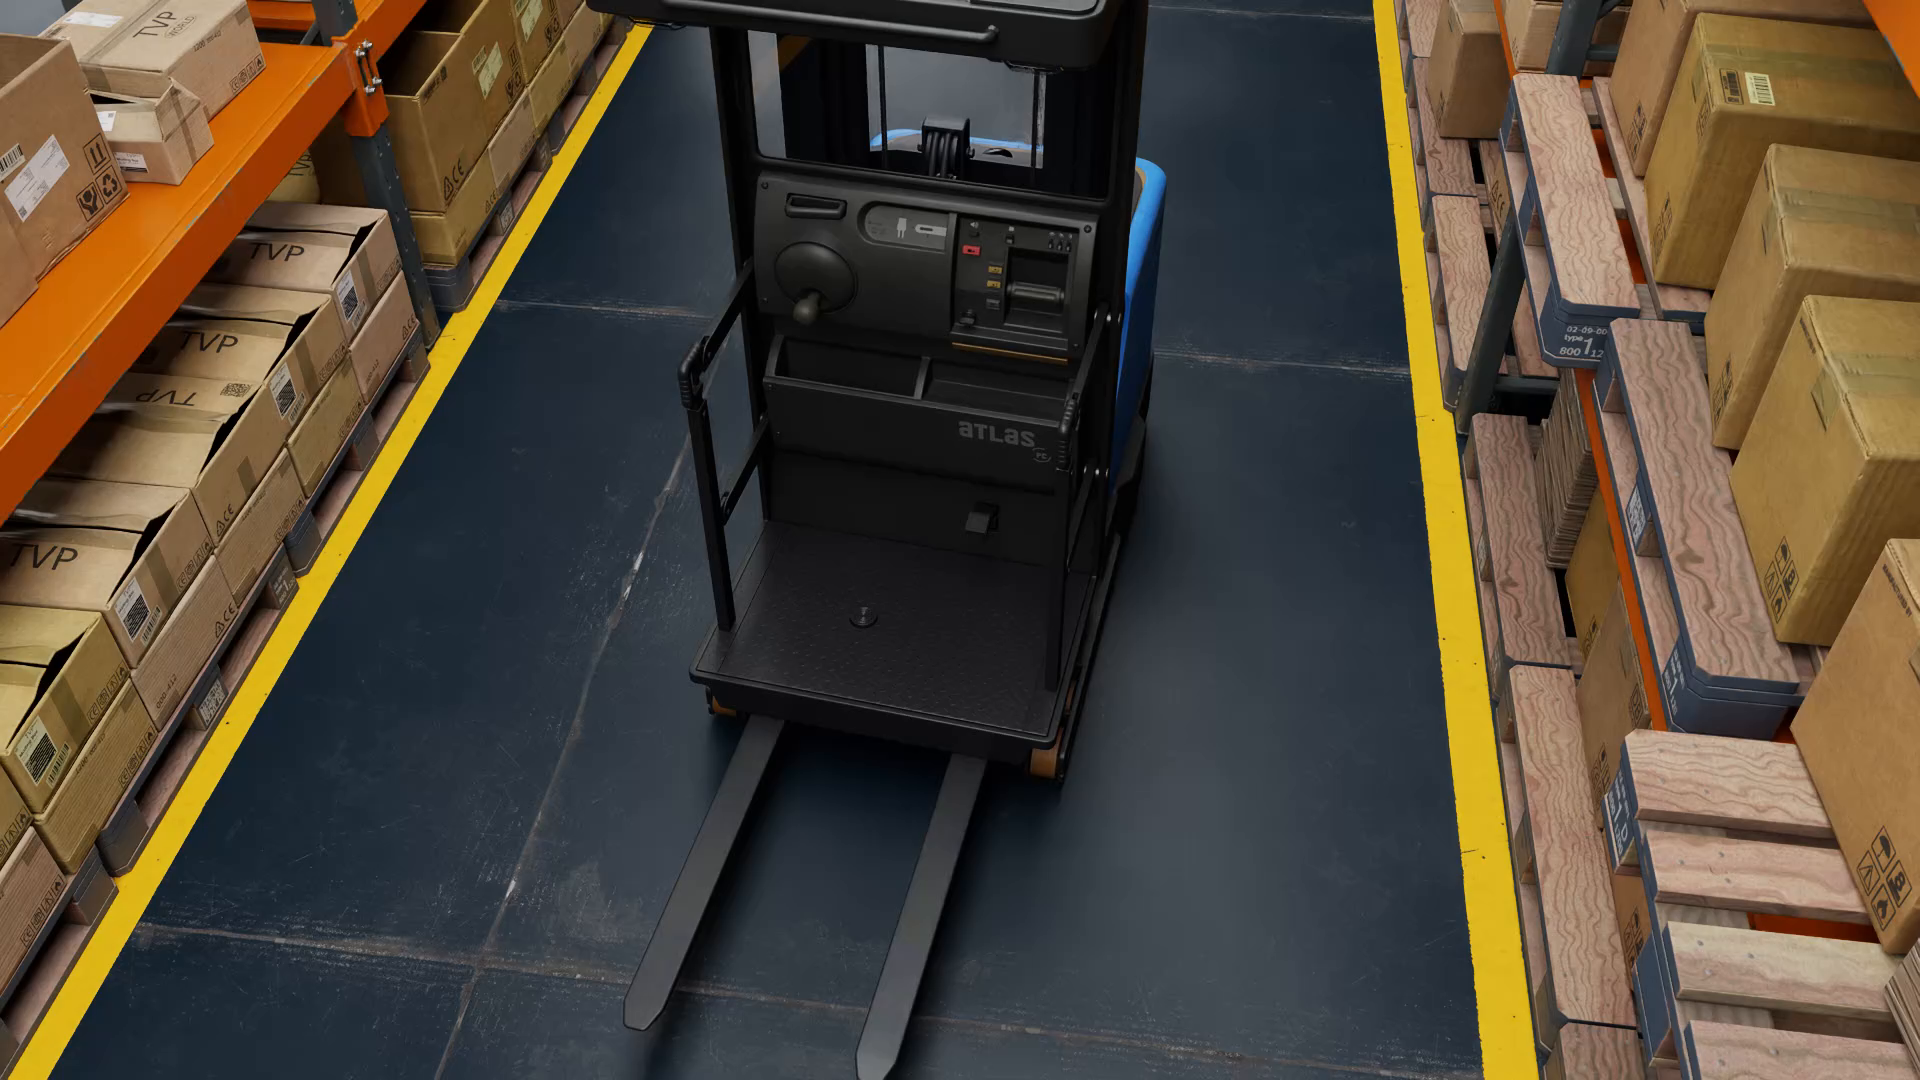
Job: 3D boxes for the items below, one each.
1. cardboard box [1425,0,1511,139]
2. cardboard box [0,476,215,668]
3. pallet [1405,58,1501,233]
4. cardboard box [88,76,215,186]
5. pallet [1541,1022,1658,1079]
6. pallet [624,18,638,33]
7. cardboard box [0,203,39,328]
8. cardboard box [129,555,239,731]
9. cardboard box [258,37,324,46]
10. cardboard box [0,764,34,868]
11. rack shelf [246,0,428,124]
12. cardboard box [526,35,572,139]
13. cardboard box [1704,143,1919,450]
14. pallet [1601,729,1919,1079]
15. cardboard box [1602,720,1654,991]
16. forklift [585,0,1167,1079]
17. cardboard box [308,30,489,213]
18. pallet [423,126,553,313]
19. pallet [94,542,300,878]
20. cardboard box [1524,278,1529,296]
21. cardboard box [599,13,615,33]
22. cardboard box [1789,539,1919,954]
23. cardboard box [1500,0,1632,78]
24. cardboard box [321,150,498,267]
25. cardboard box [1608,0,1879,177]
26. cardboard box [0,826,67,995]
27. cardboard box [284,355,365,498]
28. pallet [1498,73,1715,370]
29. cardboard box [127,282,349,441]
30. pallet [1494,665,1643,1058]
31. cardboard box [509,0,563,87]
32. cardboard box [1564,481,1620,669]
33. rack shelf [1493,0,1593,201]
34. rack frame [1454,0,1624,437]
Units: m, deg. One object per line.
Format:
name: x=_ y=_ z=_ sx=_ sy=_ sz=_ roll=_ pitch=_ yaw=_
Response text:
cardboard box: x=2.470 y=-2.101 z=7.286 sx=0.700 sy=0.500 sz=0.500 roll=3 pitch=44 yaw=3
cardboard box: x=-2.538 y=0.063 z=4.788 sx=0.500 sy=0.311 sz=0.500 roll=5 pitch=44 yaw=5
pallet: x=2.556 y=-1.753 z=7.448 sx=1.003 sy=0.211 sz=1.213 roll=5 pitch=44 yaw=6
cardboard box: x=-2.502 y=-1.254 z=4.990 sx=0.396 sy=0.266 sz=0.258 roll=4 pitch=44 yaw=4
pallet: x=1.919 y=1.736 z=3.763 sx=1.003 sy=0.211 sz=1.213 roll=5 pitch=44 yaw=6
pallet: x=-2.098 y=-3.107 z=8.878 sx=1.003 sy=0.211 sz=1.213 roll=5 pitch=44 yaw=6
cardboard box: x=-2.821 y=-0.732 z=4.269 sx=0.500 sy=0.500 sz=0.500 roll=5 pitch=44 yaw=6
cardboard box: x=-2.539 y=0.277 z=4.971 sx=0.500 sy=0.250 sz=0.500 roll=6 pitch=44 yaw=6
cardboard box: x=-2.645 y=-2.020 z=6.851 sx=0.500 sy=0.500 sz=0.500 roll=5 pitch=44 yaw=6
cardboard box: x=-2.675 y=0.761 z=4.051 sx=0.500 sy=0.311 sz=0.500 roll=4 pitch=44 yaw=4
rack shelf: x=-2.303 y=-3.020 z=7.281 sx=1.077 sy=0.370 sz=4.000 roll=5 pitch=44 yaw=6
cardboard box: x=-2.063 y=-2.041 z=7.419 sx=0.500 sy=0.250 sz=0.500 roll=5 pitch=44 yaw=6
cardboard box: x=2.105 y=-0.491 z=3.694 sx=0.700 sy=0.500 sz=0.500 roll=11 pitch=45 yaw=11
pallet: x=1.803 y=0.830 z=2.832 sx=1.213 sy=0.211 sz=1.003 roll=5 pitch=44 yaw=6
cardboard box: x=2.079 y=0.826 z=4.194 sx=0.700 sy=0.500 sz=0.500 roll=5 pitch=44 yaw=5
forklift: x=-0.152 y=-0.646 z=4.300 sx=1.130 sy=2.935 sz=3.031 roll=10 pitch=44 yaw=10
cardboard box: x=-2.196 y=-1.632 z=6.441 sx=0.500 sy=0.500 sz=0.500 roll=5 pitch=44 yaw=6
pallet: x=-2.421 y=-1.444 z=7.121 sx=1.003 sy=0.211 sz=1.213 roll=5 pitch=44 yaw=6
pallet: x=-2.785 y=0.434 z=5.138 sx=1.003 sy=0.211 sz=1.213 roll=5 pitch=44 yaw=6
cardboard box: x=2.384 y=-0.969 z=6.332 sx=0.380 sy=0.166 sz=0.250 roll=0 pitch=43 yaw=0
cardboard box: x=-1.935 y=-2.723 z=8.139 sx=0.500 sy=0.250 sz=0.500 roll=5 pitch=44 yaw=6
cardboard box: x=1.914 y=0.355 z=2.801 sx=0.700 sy=0.500 sz=0.500 roll=1 pitch=43 yaw=2
cardboard box: x=2.105 y=-1.774 z=5.536 sx=0.500 sy=0.250 sz=0.500 roll=5 pitch=44 yaw=6
cardboard box: x=-2.206 y=-1.361 z=6.700 sx=0.500 sy=0.250 sz=0.500 roll=5 pitch=44 yaw=6
cardboard box: x=2.242 y=-1.323 z=4.573 sx=0.700 sy=0.500 sz=0.500 roll=5 pitch=44 yaw=6
cardboard box: x=-2.670 y=0.981 z=4.227 sx=0.500 sy=0.250 sz=0.500 roll=4 pitch=44 yaw=4
cardboard box: x=-2.404 y=-0.419 z=5.705 sx=0.500 sy=0.250 sz=0.500 roll=5 pitch=44 yaw=5
pallet: x=2.098 y=-0.893 z=4.651 sx=1.003 sy=0.211 sz=1.213 roll=5 pitch=44 yaw=6
cardboard box: x=-2.399 y=-0.619 z=5.508 sx=0.500 sy=0.311 sz=0.500 roll=6 pitch=44 yaw=7
pallet: x=2.083 y=0.907 z=4.639 sx=1.003 sy=0.211 sz=1.213 roll=5 pitch=44 yaw=6
cardboard box: x=-2.064 y=-2.314 z=7.161 sx=0.500 sy=0.500 sz=0.500 roll=5 pitch=44 yaw=6
cardboard box: x=2.244 y=0.137 z=4.921 sx=0.700 sy=0.500 sz=0.500 roll=4 pitch=44 yaw=5
rack shelf: x=2.608 y=-2.572 z=6.808 sx=1.077 sy=0.370 sz=4.000 roll=5 pitch=44 yaw=6
rack frame: x=2.343 y=-1.471 z=5.121 sx=1.000 sy=3.000 sz=0.127 roll=5 pitch=44 yaw=6
